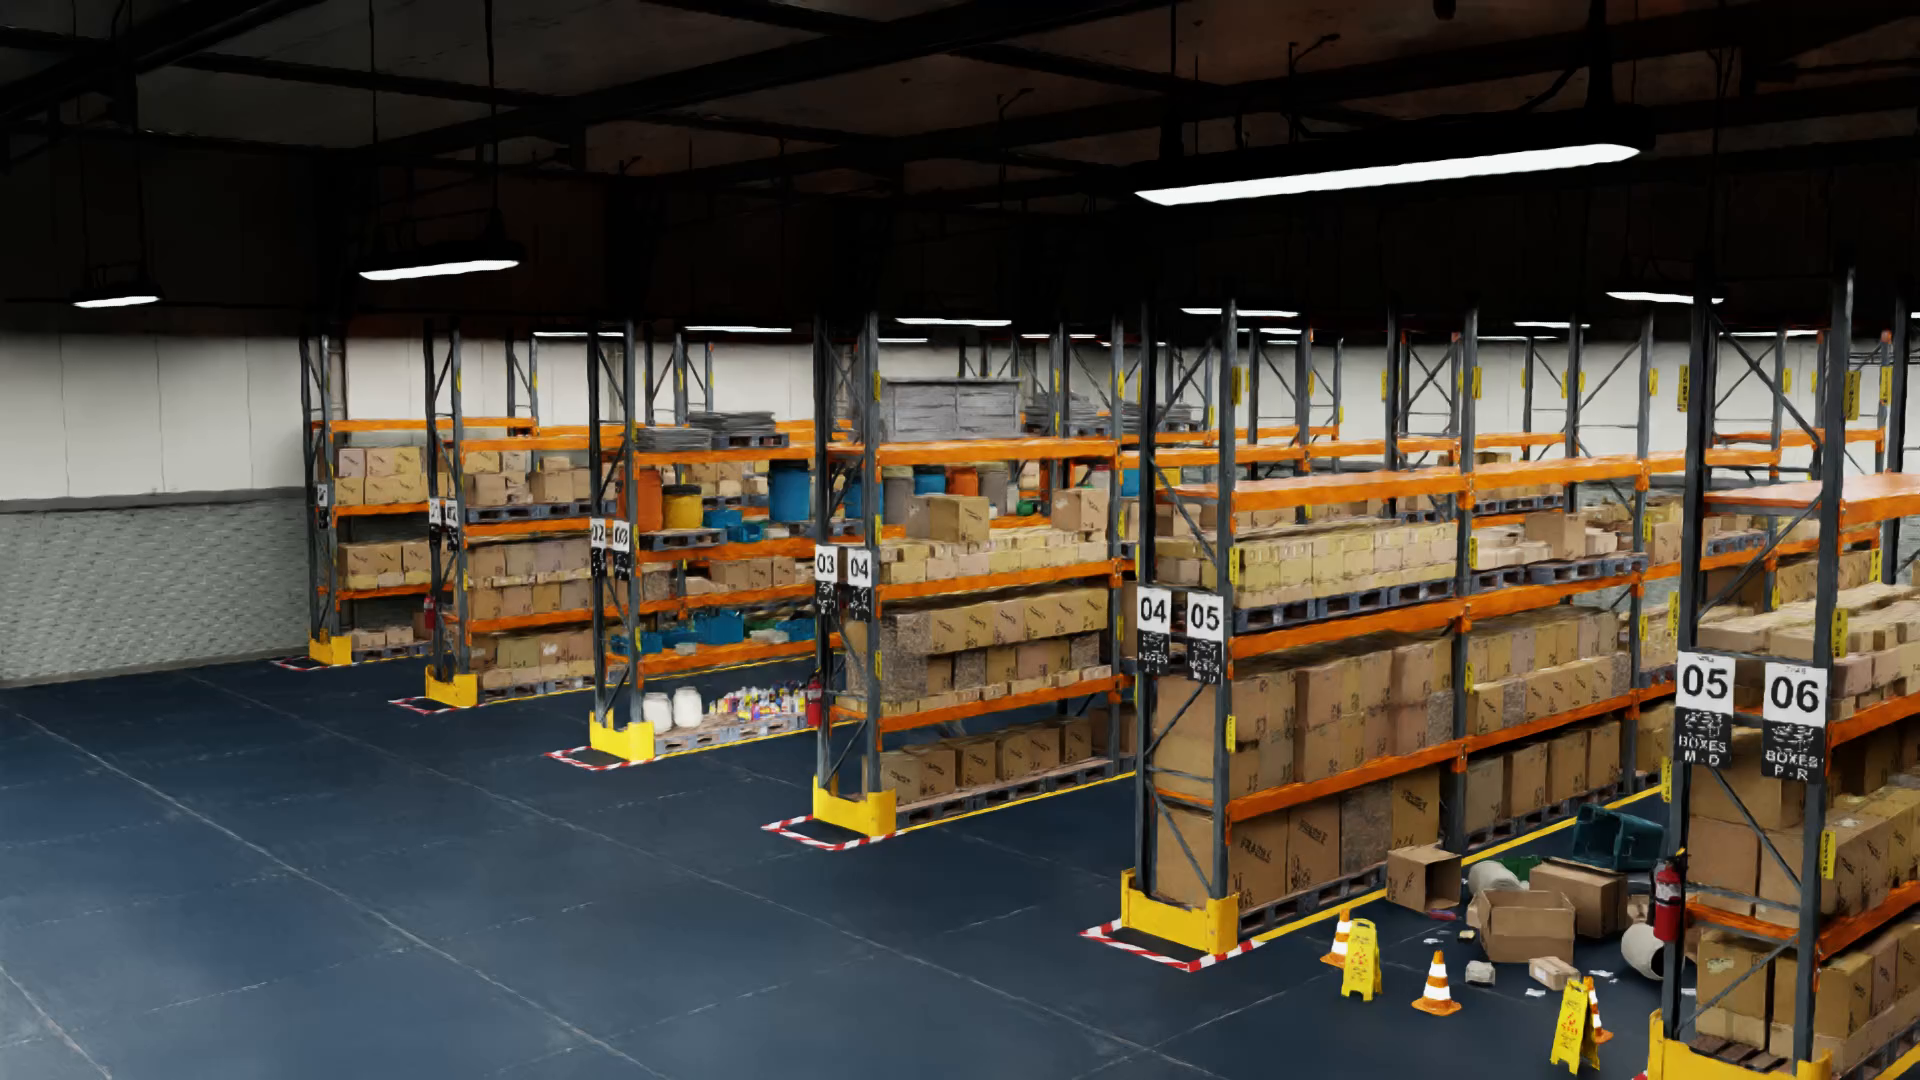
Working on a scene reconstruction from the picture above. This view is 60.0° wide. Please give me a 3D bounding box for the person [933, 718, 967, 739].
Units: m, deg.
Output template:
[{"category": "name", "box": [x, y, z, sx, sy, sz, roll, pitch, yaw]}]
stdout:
[{"category": "person", "box": [-0.137, 2.097, 22.442, 0.639, 1.632, 0.512, 6, 8, 45]}]
